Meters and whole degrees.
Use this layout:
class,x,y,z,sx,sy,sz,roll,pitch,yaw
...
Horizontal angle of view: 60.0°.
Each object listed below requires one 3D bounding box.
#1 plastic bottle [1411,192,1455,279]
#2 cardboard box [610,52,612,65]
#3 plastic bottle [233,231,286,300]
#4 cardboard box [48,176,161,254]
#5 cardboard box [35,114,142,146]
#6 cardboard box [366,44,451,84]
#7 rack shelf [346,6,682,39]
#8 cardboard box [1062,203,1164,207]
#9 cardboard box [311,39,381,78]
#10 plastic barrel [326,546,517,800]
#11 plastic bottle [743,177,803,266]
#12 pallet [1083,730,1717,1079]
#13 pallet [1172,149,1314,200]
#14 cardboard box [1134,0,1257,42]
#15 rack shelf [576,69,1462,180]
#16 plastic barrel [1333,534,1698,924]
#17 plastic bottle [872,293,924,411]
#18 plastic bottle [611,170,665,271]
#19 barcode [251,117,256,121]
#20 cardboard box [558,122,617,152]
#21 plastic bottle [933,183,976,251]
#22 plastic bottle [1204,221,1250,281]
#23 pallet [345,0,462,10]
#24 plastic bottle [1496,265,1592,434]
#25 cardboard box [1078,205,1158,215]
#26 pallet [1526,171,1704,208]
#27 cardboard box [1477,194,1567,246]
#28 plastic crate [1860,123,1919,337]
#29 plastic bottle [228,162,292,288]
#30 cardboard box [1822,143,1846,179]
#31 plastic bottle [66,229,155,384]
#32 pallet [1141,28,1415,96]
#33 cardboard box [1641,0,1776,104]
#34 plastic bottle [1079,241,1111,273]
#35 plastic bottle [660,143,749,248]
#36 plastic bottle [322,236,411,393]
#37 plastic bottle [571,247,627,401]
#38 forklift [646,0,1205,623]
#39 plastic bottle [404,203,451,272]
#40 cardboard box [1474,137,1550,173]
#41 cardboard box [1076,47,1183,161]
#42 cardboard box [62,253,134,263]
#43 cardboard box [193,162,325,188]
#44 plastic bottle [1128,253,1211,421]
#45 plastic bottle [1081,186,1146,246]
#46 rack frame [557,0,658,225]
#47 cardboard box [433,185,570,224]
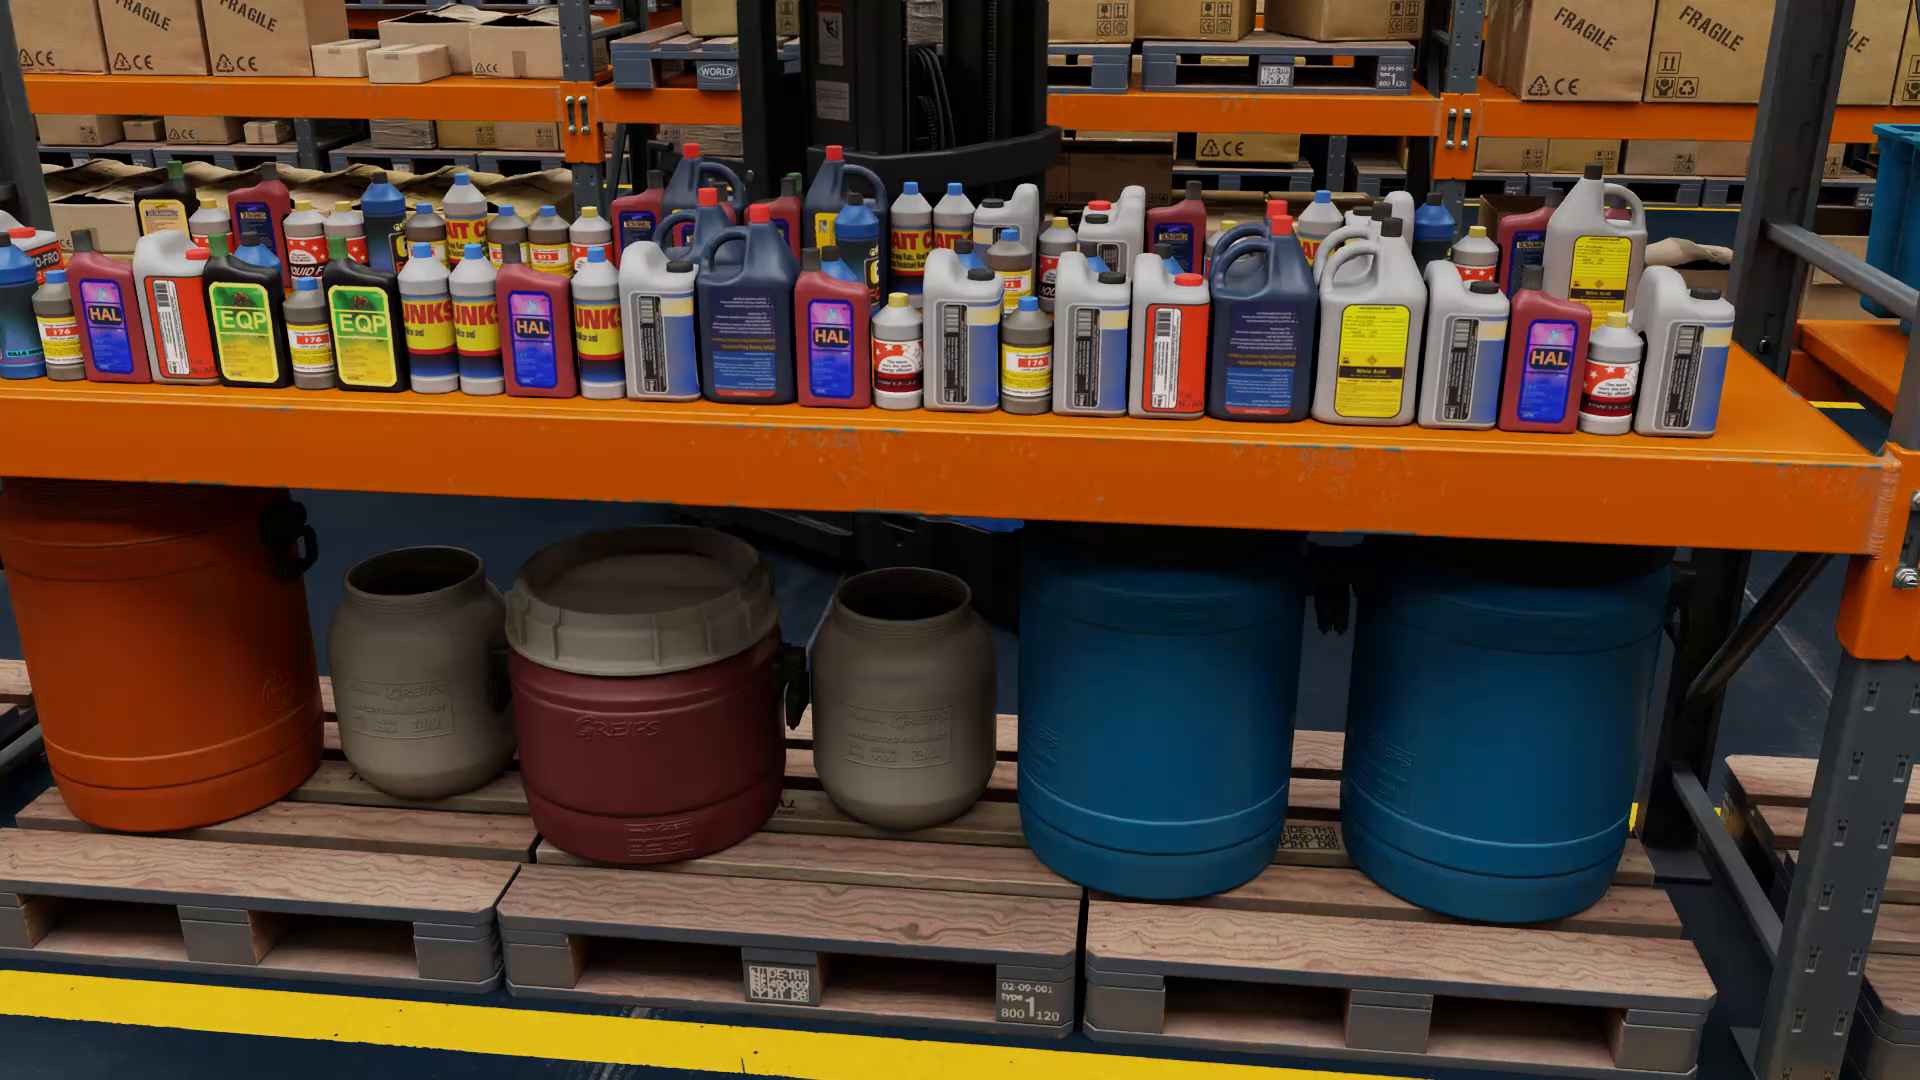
class,x,y,z,sx,sy,sz,roll,pitch,yaw
plastic bottle,1.006,-0.608,3.573,0.097,0.271,0.097,0,22,0
cardboard box,-2.421,-3.728,13.072,0.500,0.250,0.500,3,22,7
plastic bottle,-1.337,-0.451,3.177,0.097,0.271,0.097,0,22,0
cardboard box,-4.301,-1.665,8.478,0.500,0.311,0.500,2,22,5
cardboard box,-7.120,-3.529,13.587,0.500,0.500,0.700,1,22,3
cardboard box,-2.646,-2.290,7.995,0.250,0.149,0.380,2,22,6
rack shelf,-3.127,-4.030,13.032,4.000,0.370,1.077,2,22,6
cardboard box,0.774,-1.492,8.434,0.500,0.500,0.500,3,22,7
cardboard box,-2.993,-2.387,8.239,0.250,0.149,0.380,4,22,10
plastic barrel,-1.248,0.308,3.895,0.421,0.512,0.421,0,22,0
plastic bottle,-0.411,-0.659,3.687,0.133,0.283,0.061,2,22,6
pallet,0.904,0.760,3.729,1.213,0.211,1.003,2,22,6
pallet,2.056,-2.814,12.770,1.213,0.211,1.003,2,22,6
cardboard box,1.118,-2.647,7.847,0.500,0.500,0.700,6,22,15
rack shelf,0.266,-2.048,8.019,4.000,0.370,1.077,2,22,6
plastic barrel,1.127,0.263,3.478,0.708,0.901,0.600,2,22,6
plastic bottle,-0.110,-0.343,2.998,0.097,0.201,0.097,0,22,0
plastic bottle,-0.720,-0.695,3.778,0.133,0.283,0.061,2,22,6
barcode,-5.922,-3.509,13.919,0.075,0.075,0.001,2,22,6
cardboard box,-2.857,-3.408,13.282,0.500,0.500,0.700,2,22,6
plastic bottle,-0.011,-0.652,3.685,0.097,0.271,0.097,0,22,0
plastic bottle,0.582,-0.594,3.632,0.097,0.201,0.097,0,22,0
pallet,-4.371,-4.276,12.936,1.213,0.211,1.003,2,22,6
plastic bottle,1.001,-0.326,2.843,0.133,0.283,0.061,2,22,6
cardboard box,0.740,-1.301,7.953,0.500,0.500,0.500,3,22,7
pallet,4.792,-2.695,12.469,1.213,0.211,1.003,2,22,6
cardboard box,2.851,-1.417,8.246,0.500,0.500,0.500,2,22,6
plastic crate,2.169,-0.613,3.350,0.575,0.384,0.392,2,22,6
plastic bottle,-1.626,-0.735,3.877,0.133,0.283,0.061,2,22,6
cardboard box,6.097,-2.958,12.172,0.500,0.500,0.700,2,22,6
plastic bottle,-1.594,-0.439,3.129,0.133,0.283,0.061,2,22,6
pallet,1.471,-2.281,7.891,1.213,0.211,1.003,2,22,6
cardboard box,3.235,-2.200,7.289,0.500,0.500,0.500,3,22,7
plastic bottle,0.235,-0.417,3.089,0.097,0.271,0.097,0,22,0
plastic bottle,-0.567,-0.705,3.709,0.185,0.351,0.144,2,22,6
plastic bottle,-1.099,-0.417,3.074,0.133,0.283,0.061,2,22,6
plastic bottle,-0.656,-0.399,3.045,0.097,0.271,0.097,0,22,0
forklift,-0.502,-1.533,5.832,3.031,2.935,1.130,17,27,37
plastic bottle,-1.223,-0.672,3.831,0.097,0.201,0.097,0,22,0
cardboard box,4.060,-3.045,12.391,0.500,0.500,0.700,2,22,6
cardboard box,1.288,-3.318,12.607,0.750,0.750,0.750,3,22,8
cardboard box,-4.299,-1.407,8.587,0.500,0.250,0.500,2,22,5
cardboard box,-3.745,-1.841,8.923,0.500,0.311,0.500,2,22,6
plastic bottle,0.372,-0.367,2.956,0.135,0.276,0.152,2,22,6
plastic bottle,0.331,-0.629,3.620,0.135,0.276,0.152,2,22,6
rack frame,-1.720,-2.469,8.106,0.127,3.000,1.000,2,22,6
cardboard box,-2.269,-1.579,8.261,0.500,0.311,0.500,3,22,8
